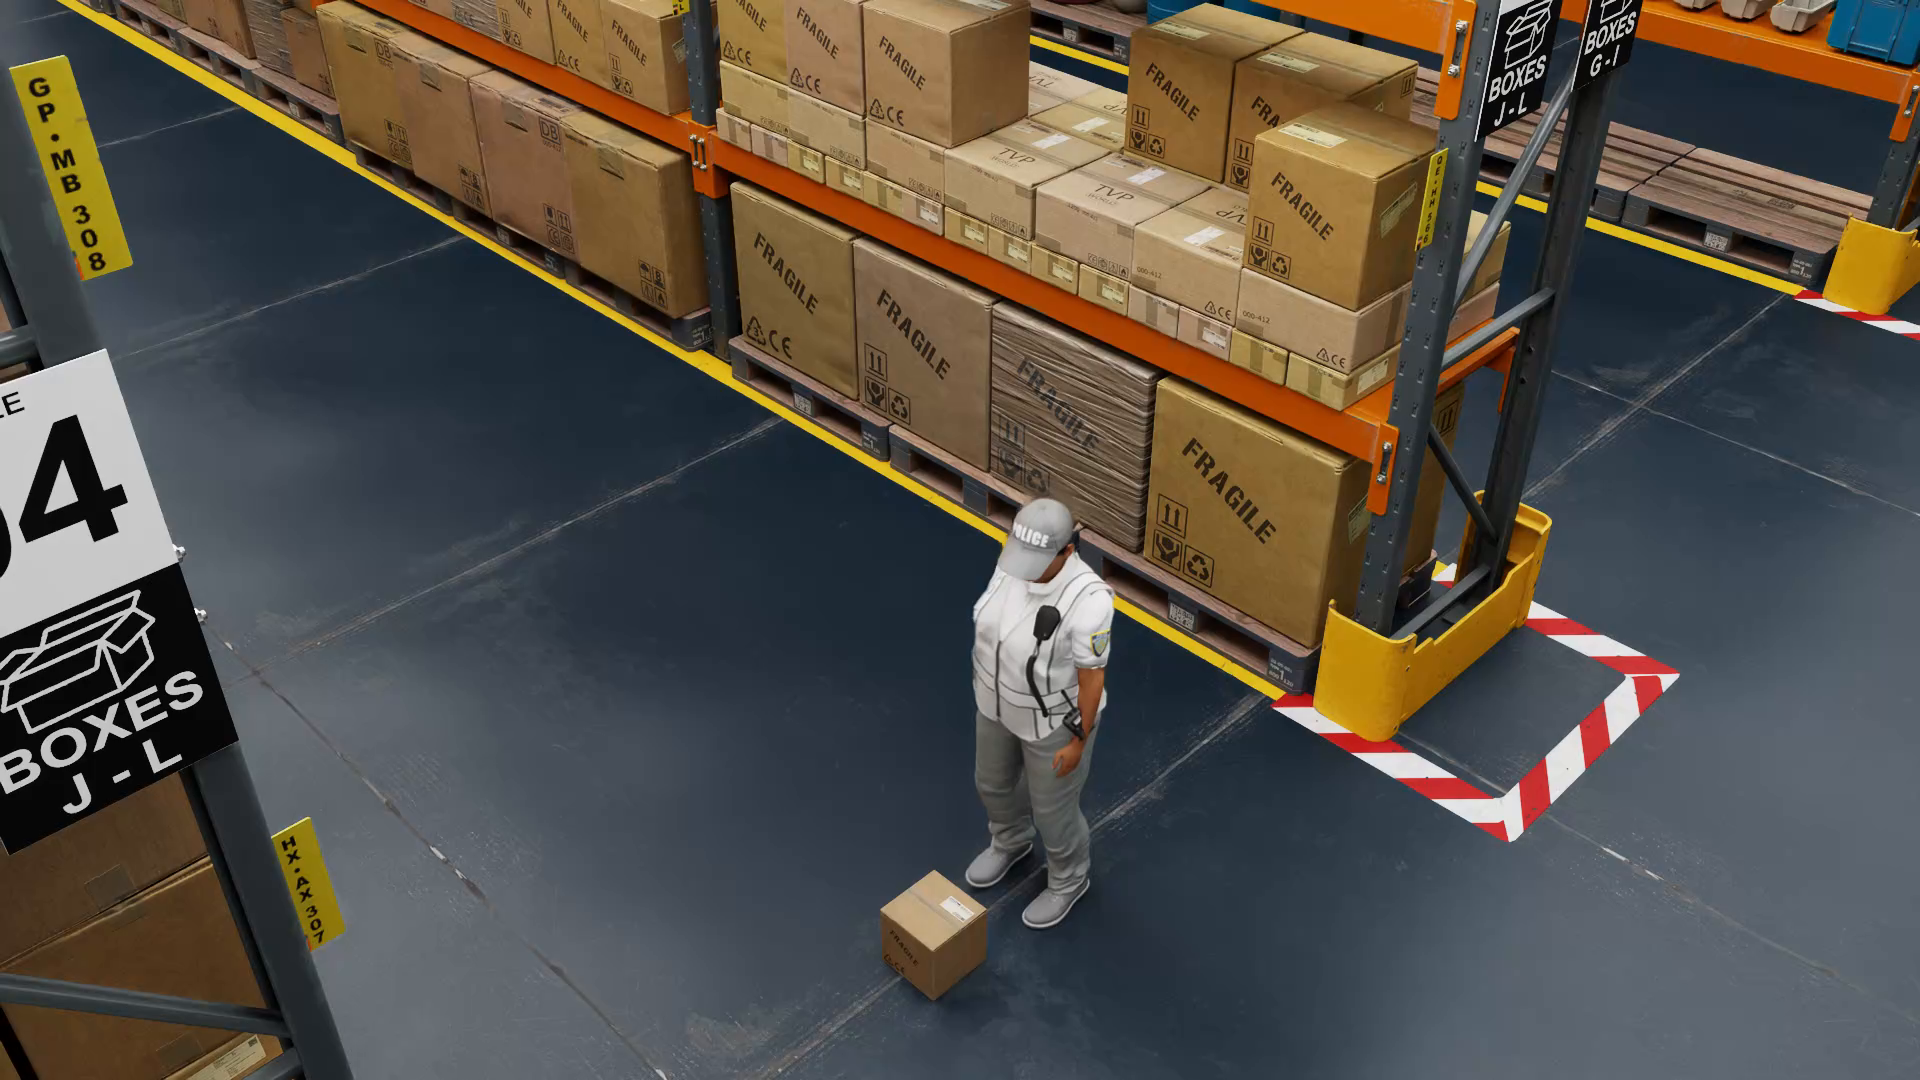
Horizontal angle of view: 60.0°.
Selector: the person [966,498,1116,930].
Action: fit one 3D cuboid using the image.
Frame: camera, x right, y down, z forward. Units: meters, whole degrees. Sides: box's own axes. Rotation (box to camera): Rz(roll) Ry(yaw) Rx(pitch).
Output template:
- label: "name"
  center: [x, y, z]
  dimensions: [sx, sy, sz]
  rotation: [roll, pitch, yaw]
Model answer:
- label: "person"
  center: [0.256, 0.558, 5.380]
  dimensions: [0.390, 1.656, 0.473]
  rotation: [-29, 45, -34]
